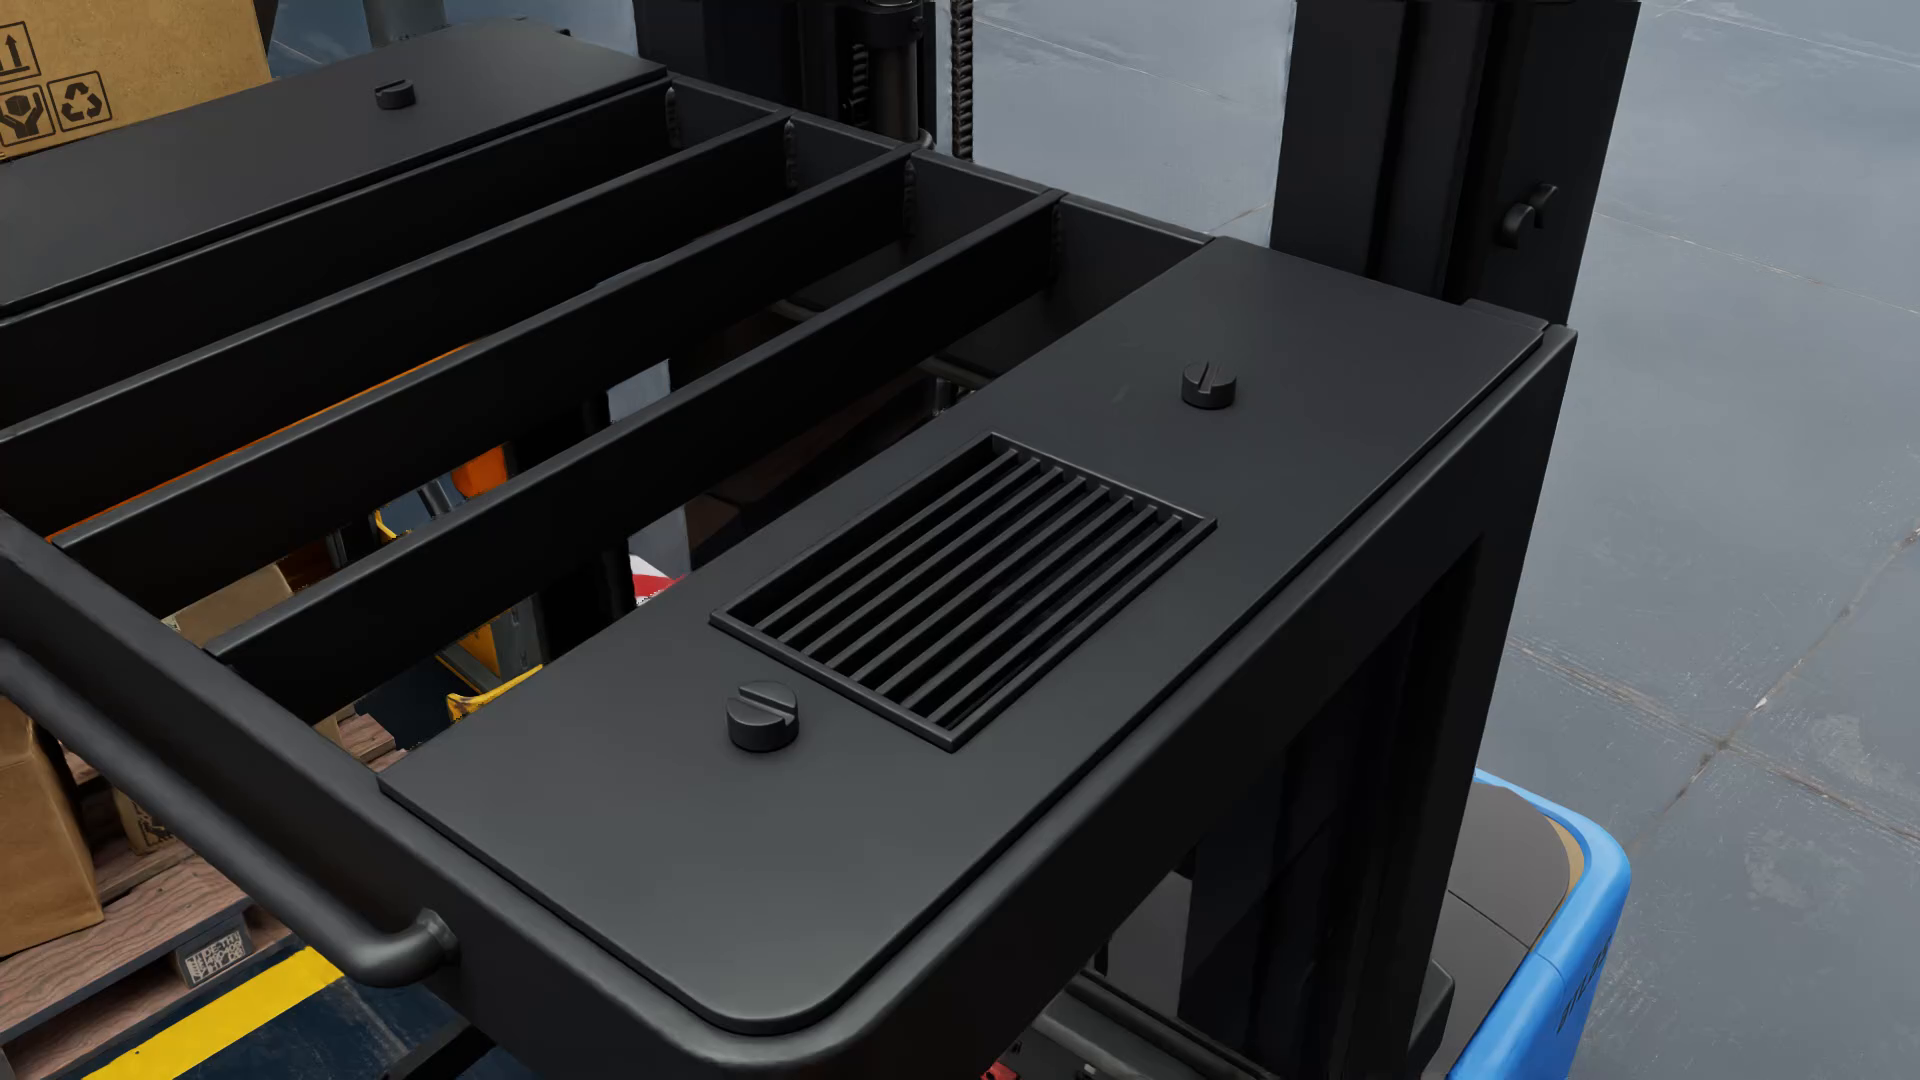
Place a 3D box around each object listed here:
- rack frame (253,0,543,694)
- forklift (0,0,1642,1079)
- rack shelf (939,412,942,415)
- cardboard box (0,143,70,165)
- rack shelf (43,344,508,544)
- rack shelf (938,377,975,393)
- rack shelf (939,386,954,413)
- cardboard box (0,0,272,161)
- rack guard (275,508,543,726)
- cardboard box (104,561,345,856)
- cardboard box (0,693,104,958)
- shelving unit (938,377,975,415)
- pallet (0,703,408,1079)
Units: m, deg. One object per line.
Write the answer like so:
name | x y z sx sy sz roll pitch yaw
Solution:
rack frame | -1.379 -0.768 3.729 1.000 3.000 0.127 30 45 35
forklift | -0.206 0.648 1.758 1.130 2.935 3.031 24 42 31
rack shelf | -0.006 -0.338 5.007 0.258 0.077 0.200 30 45 35
cardboard box | -1.786 -0.719 3.311 0.875 0.500 0.500 30 45 35
rack shelf | -2.788 0.339 2.771 1.077 0.370 4.000 30 45 35
rack shelf | -0.006 -0.486 4.904 0.258 0.077 0.200 30 45 35
rack shelf | -0.006 -0.412 4.955 0.258 0.077 0.200 30 45 35
cardboard box | -1.591 -1.018 2.866 0.500 0.500 0.500 30 45 35
rack guard | -1.433 0.288 4.400 1.175 0.500 0.348 30 45 35
cardboard box | -1.831 0.332 3.970 0.500 0.500 0.500 -21 40 -28
cardboard box | -2.228 0.588 3.602 0.500 0.500 0.500 -18 39 -24
shelving unit | -0.006 -0.366 4.988 0.258 0.900 0.210 30 45 35
pallet | -2.030 0.722 4.030 1.003 0.211 1.213 30 45 35
